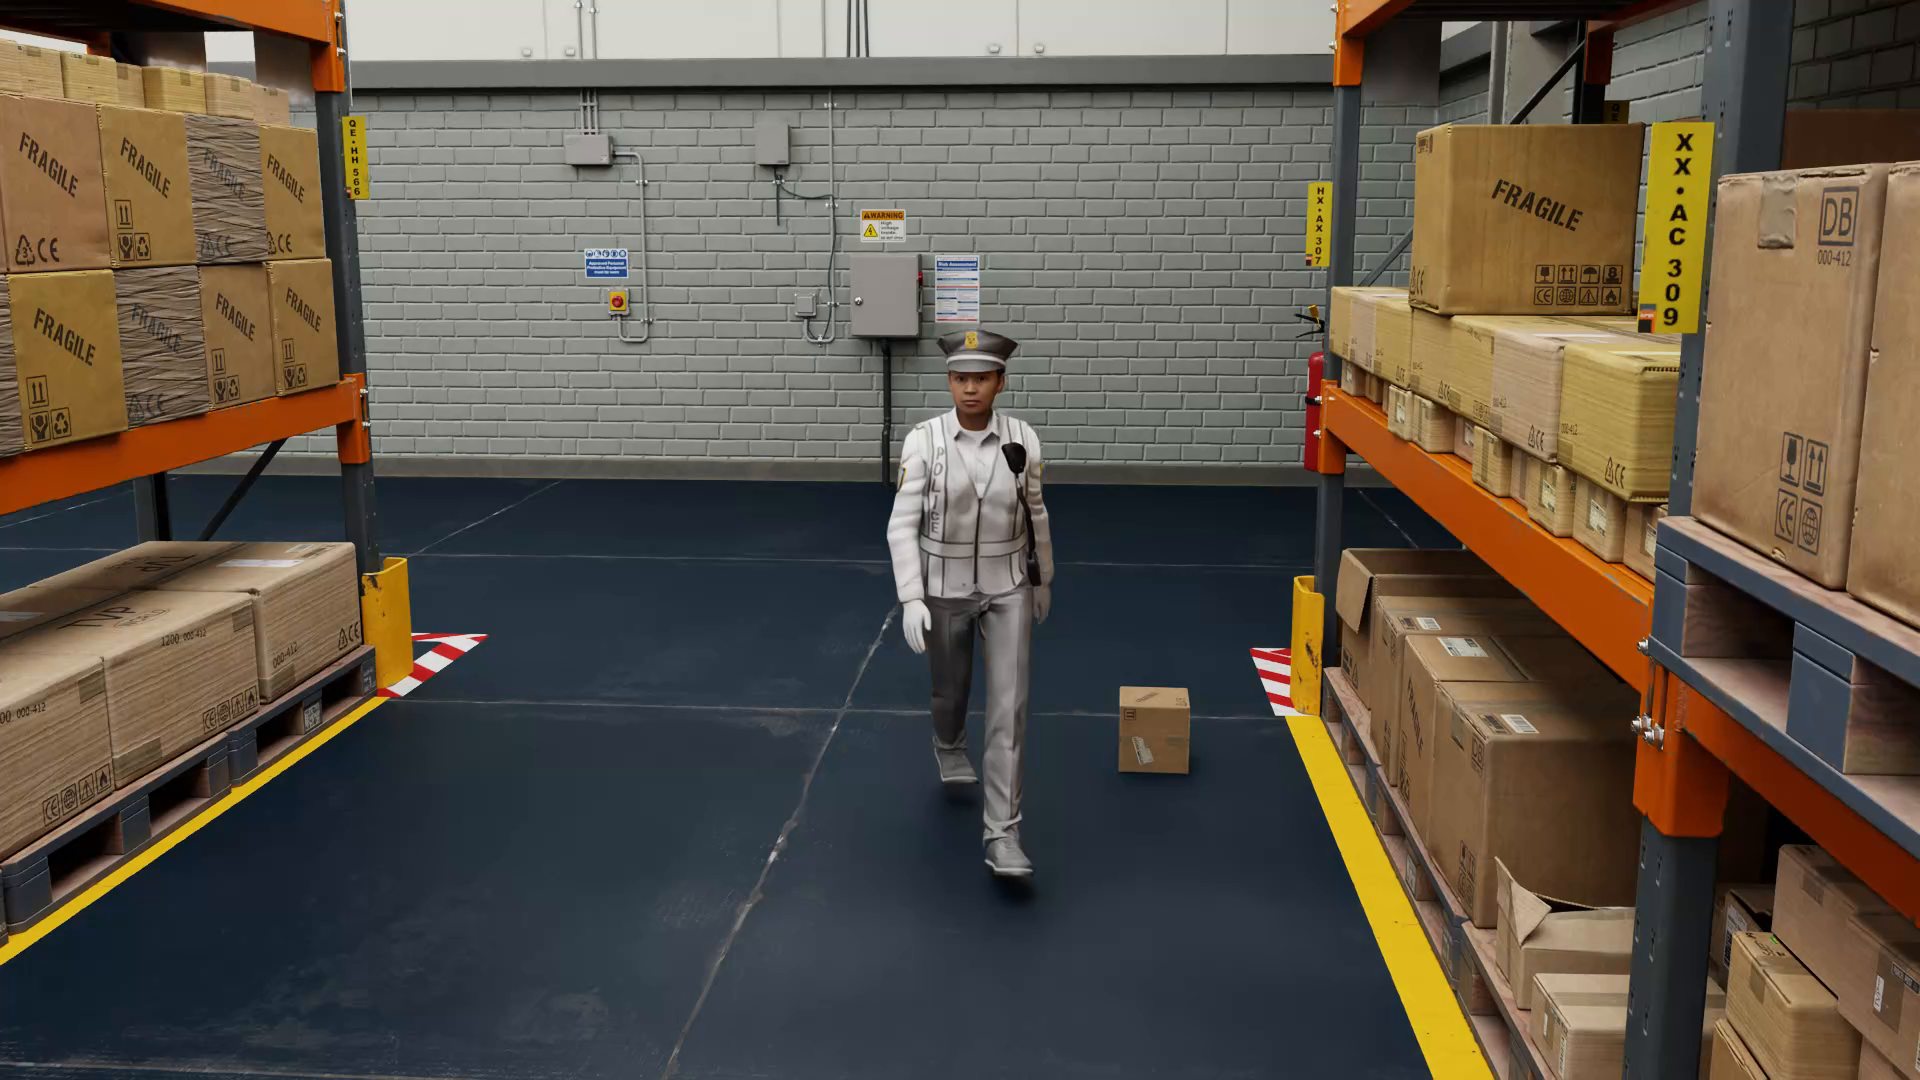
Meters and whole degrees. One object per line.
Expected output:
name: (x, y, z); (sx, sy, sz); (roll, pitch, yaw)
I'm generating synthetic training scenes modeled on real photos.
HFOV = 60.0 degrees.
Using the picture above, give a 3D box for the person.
person: (0.040, 0.145, 5.176); (0.523, 1.619, 1.085); (0, 11, 0)
